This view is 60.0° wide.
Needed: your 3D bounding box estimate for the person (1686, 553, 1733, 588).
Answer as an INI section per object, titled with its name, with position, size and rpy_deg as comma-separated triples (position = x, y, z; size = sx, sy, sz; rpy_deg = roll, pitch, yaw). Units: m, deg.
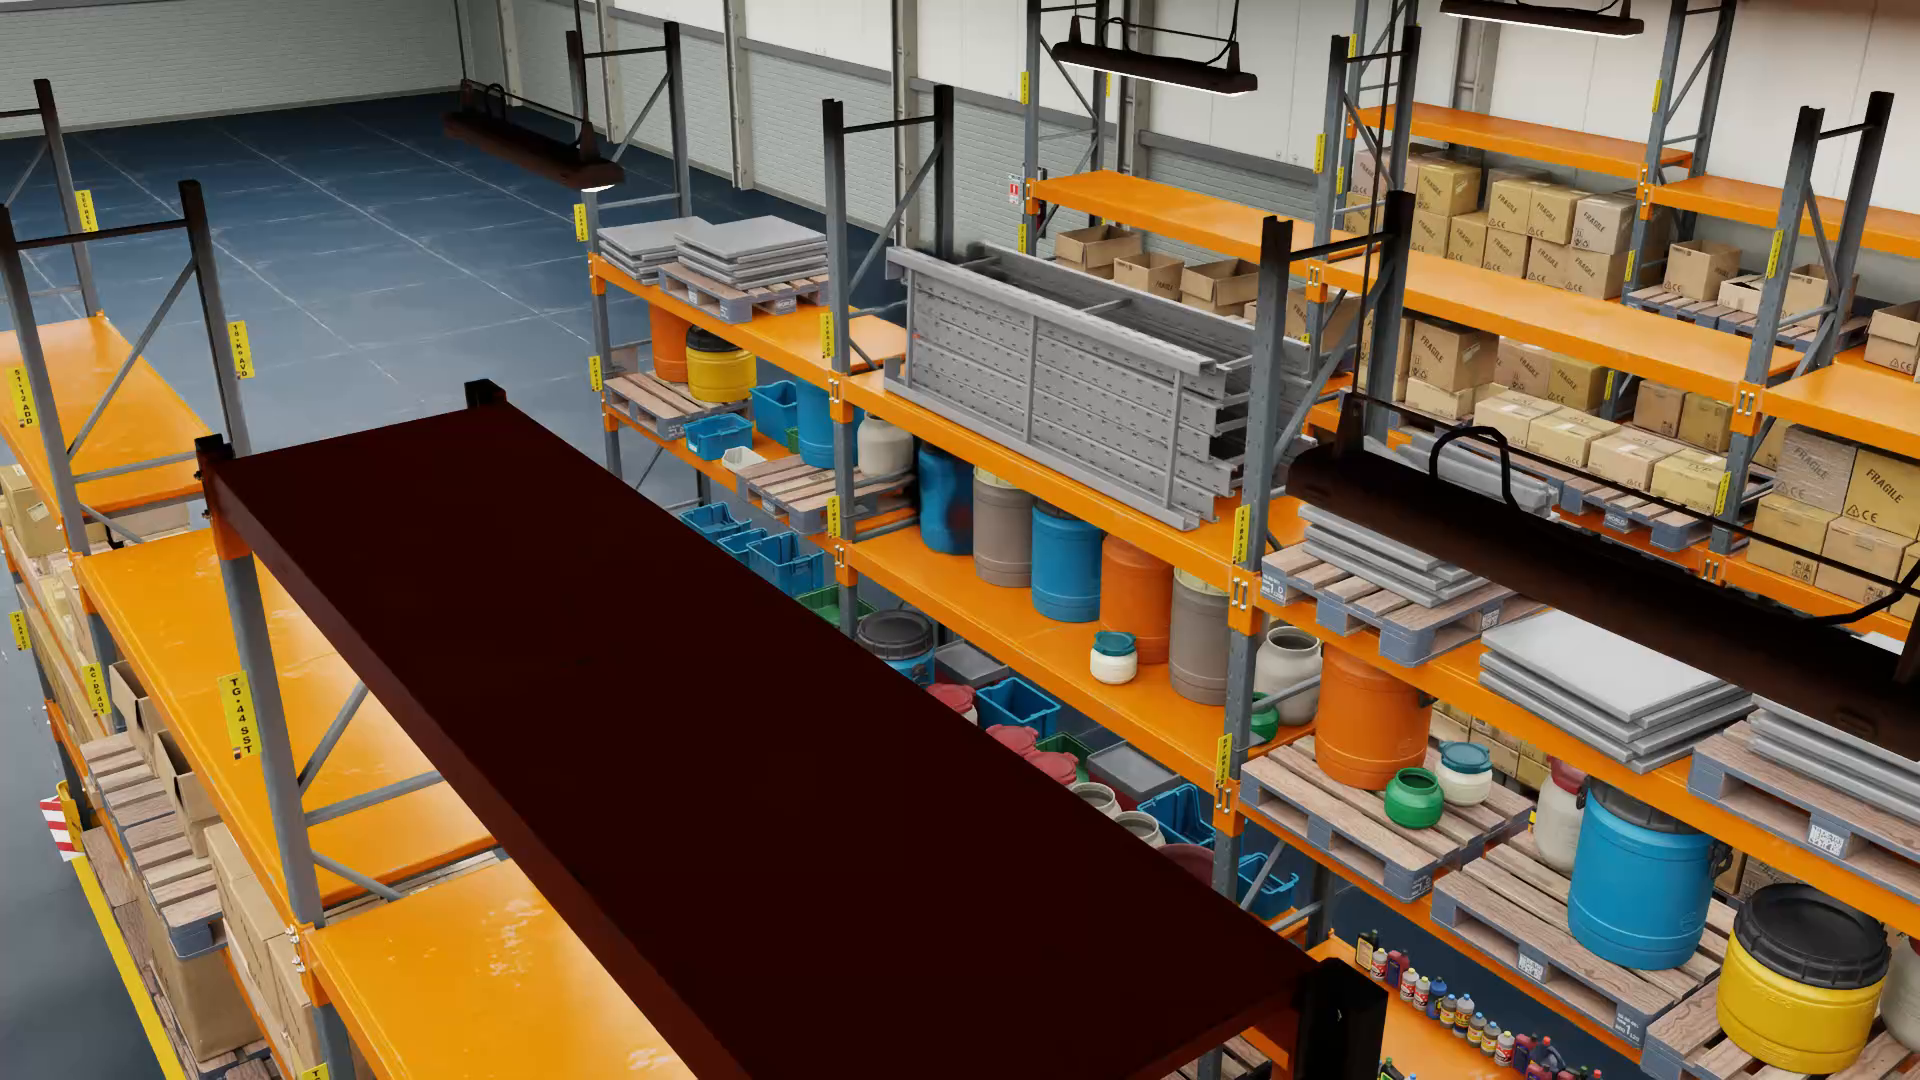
[person]
position = 7.156, 0.448, 15.994
size = 0.613, 1.790, 0.855
rpy_deg = -21, 32, -38
